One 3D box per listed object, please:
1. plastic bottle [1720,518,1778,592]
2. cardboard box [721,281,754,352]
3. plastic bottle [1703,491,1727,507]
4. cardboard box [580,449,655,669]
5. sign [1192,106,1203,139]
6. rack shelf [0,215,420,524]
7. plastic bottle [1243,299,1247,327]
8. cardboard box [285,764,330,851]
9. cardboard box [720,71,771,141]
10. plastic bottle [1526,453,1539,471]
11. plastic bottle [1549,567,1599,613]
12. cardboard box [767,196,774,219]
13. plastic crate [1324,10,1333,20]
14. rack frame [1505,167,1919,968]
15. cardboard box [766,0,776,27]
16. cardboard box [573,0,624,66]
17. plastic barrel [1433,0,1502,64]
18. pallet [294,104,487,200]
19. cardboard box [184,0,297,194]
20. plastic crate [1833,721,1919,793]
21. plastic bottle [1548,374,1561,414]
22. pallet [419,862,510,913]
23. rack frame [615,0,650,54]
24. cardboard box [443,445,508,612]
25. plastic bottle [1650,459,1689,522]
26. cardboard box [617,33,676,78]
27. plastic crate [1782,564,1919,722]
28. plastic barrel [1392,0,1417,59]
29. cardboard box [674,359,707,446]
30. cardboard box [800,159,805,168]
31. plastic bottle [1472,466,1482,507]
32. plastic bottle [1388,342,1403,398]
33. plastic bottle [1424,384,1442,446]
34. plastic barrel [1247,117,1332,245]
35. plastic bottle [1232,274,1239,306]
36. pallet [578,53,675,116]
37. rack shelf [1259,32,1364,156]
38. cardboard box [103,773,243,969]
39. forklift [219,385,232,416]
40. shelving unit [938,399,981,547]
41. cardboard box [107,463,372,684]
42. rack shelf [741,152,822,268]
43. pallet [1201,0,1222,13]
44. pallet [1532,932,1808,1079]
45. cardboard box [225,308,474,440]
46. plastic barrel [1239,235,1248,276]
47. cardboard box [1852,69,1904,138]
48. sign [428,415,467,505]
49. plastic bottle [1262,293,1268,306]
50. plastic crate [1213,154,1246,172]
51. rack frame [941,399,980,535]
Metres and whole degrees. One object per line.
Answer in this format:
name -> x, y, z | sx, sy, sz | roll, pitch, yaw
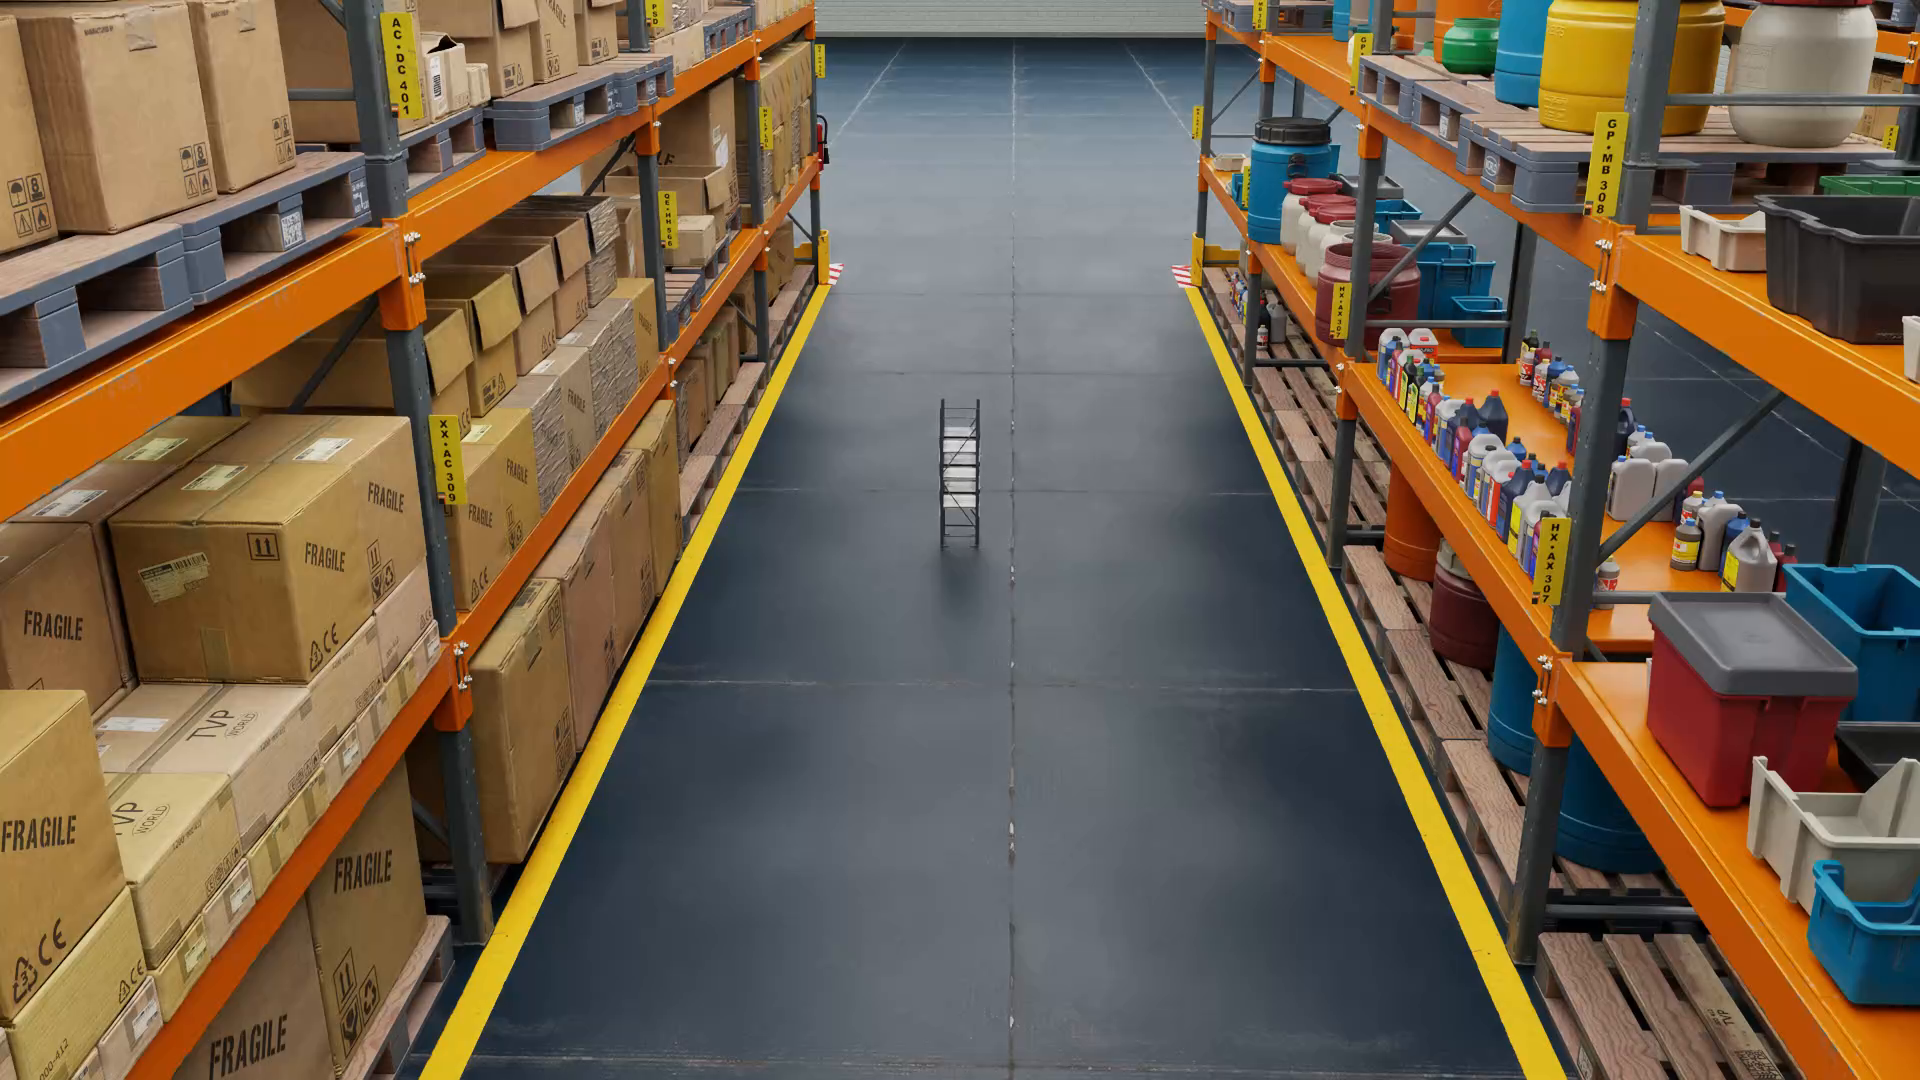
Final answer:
plastic bottle -> 2.949, 0.096, 6.202 | 0.144, 0.351, 0.185 | 1, 21, 2
cardboard box -> -2.042, -1.910, 14.180 | 0.500, 0.500, 0.500 | 0, 21, 0
plastic bottle -> 3.050, -0.065, 6.729 | 0.097, 0.271, 0.097 | 0, 21, 0
cardboard box -> -2.293, 0.077, 8.540 | 1.225, 0.875, 0.875 | 1, 21, 2
sign -> 2.428, -4.264, 16.988 | 0.100, 0.325, 0.005 | 1, 21, 2
rack shelf -> -2.399, -0.183, 3.701 | 1.077, 0.370, 4.000 | 1, 21, 2
plastic bottle -> 2.603, -2.073, 14.779 | 0.144, 0.351, 0.185 | 1, 21, 1
cardboard box -> -2.051, 0.760, 4.770 | 0.380, 0.149, 0.250 | 1, 21, 3
cardboard box -> -1.827, -3.547, 13.591 | 0.500, 0.500, 0.500 | 1, 21, 2
plastic bottle -> 2.457, -0.243, 7.186 | 0.097, 0.271, 0.097 | 0, 21, 0
plastic bottle -> 2.302, 0.123, 6.236 | 0.152, 0.276, 0.135 | 1, 21, 2
cardboard box -> -1.767, -2.783, 13.902 | 0.380, 0.149, 0.250 | 1, 21, 2
plastic crate -> 3.176, -4.548, 14.250 | 0.336, 0.188, 0.450 | 1, 21, 2
rack frame -> 2.613, 0.212, 5.837 | 1.000, 3.000, 0.127 | 1, 21, 2
cardboard box -> -1.814, -4.415, 13.822 | 0.500, 0.250, 0.500 | 0, 21, 1
cardboard box -> -2.163, -2.710, 8.497 | 0.797, 0.503, 0.637 | 2, 21, 5
plastic barrel -> 2.714, -2.824, 8.339 | 0.600, 0.830, 0.708 | 1, 21, 2
pallet -> -2.359, -1.484, 6.325 | 0.805, 0.209, 1.217 | 0, 21, -1
cardboard box -> -2.302, -1.247, 4.591 | 0.700, 0.500, 0.500 | -1, 21, -2
plastic crate -> 2.847, 0.720, 4.825 | 0.437, 0.125, 0.590 | 1, 21, 2
plastic bottle -> 3.111, -0.760, 8.617 | 0.097, 0.201, 0.097 | 0, 21, 0
pallet -> -2.390, 1.177, 7.203 | 1.003, 0.211, 1.213 | 1, 21, 2
rack frame -> -2.216, -4.086, 8.619 | 1.000, 3.000, 0.127 | 1, 21, 2
cardboard box -> -2.074, -0.053, 6.381 | 0.500, 0.500, 0.500 | 1, 21, 2
plastic bottle -> 3.036, -0.228, 7.142 | 0.152, 0.276, 0.135 | 1, 21, 2
cardboard box -> -1.948, -2.785, 9.620 | 0.500, 0.250, 0.500 | 1, 21, 3
plastic crate -> 2.939, 0.364, 5.384 | 0.392, 0.384, 0.575 | 1, 21, 2
plastic barrel -> 2.996, -3.364, 10.312 | 0.600, 0.830, 0.708 | 1, 21, 2
cardboard box -> -2.201, -0.977, 11.748 | 0.700, 0.500, 0.500 | 2, 21, 6
cardboard box -> -1.740, -3.778, 16.466 | 0.380, 0.149, 0.250 | 1, 21, 2
plastic bottle -> 2.308, -0.247, 7.294 | 0.097, 0.201, 0.097 | 0, 21, 0
plastic bottle -> 2.343, -0.909, 8.886 | 0.061, 0.283, 0.133 | 1, 21, 2
plastic bottle -> 2.317, -0.610, 8.116 | 0.061, 0.283, 0.133 | 1, 21, 2
plastic barrel -> 2.542, -2.778, 12.849 | 0.600, 0.901, 0.708 | 1, 21, 2
plastic bottle -> 2.586, -2.332, 15.540 | 0.061, 0.283, 0.133 | 1, 21, 3
pallet -> -2.183, -2.366, 8.595 | 1.213, 0.211, 1.003 | 2, 21, 4
rack shelf -> 2.795, -3.021, 11.015 | 1.077, 0.370, 4.000 | 1, 21, 2
cardboard box -> -2.136, 0.806, 4.102 | 0.500, 0.250, 0.500 | 0, 21, 1
forklift -> -4.547, -1.884, 11.332 | 1.130, 2.935, 3.031 | 1, 21, 2
shelving unit -> 0.000, -0.417, 10.359 | 0.258, 0.900, 0.210 | 1, 21, 2
cardboard box -> -2.104, 0.089, 4.912 | 0.500, 0.500, 0.500 | 1, 21, 2
rack shelf -> -2.034, -3.123, 15.426 | 1.077, 0.370, 4.000 | 1, 21, 2
pallet -> 2.855, -5.139, 15.742 | 1.003, 0.211, 1.213 | 1, 21, 2
pallet -> 2.629, 1.778, 5.655 | 1.003, 0.211, 1.213 | 1, 21, 2
cardboard box -> -2.327, -0.588, 6.373 | 0.797, 0.503, 0.637 | 0, 21, 0
plastic barrel -> 3.034, -2.924, 16.778 | 0.421, 0.512, 0.421 | 0, 21, 0
cardboard box -> 7.828, -3.620, 13.779 | 0.700, 0.500, 0.500 | 1, 21, 1
sign -> -1.783, -0.278, 5.792 | 0.100, 0.325, 0.005 | 1, 21, 2
plastic bottle -> 2.706, -2.050, 14.812 | 0.061, 0.283, 0.133 | 1, 21, 2
plastic crate -> 2.629, -3.684, 16.242 | 0.298, 0.136, 0.250 | 1, 21, 2
rack frame -> 0.003, -0.453, 10.453 | 0.240, 0.900, 0.006 | 1, 21, 2
